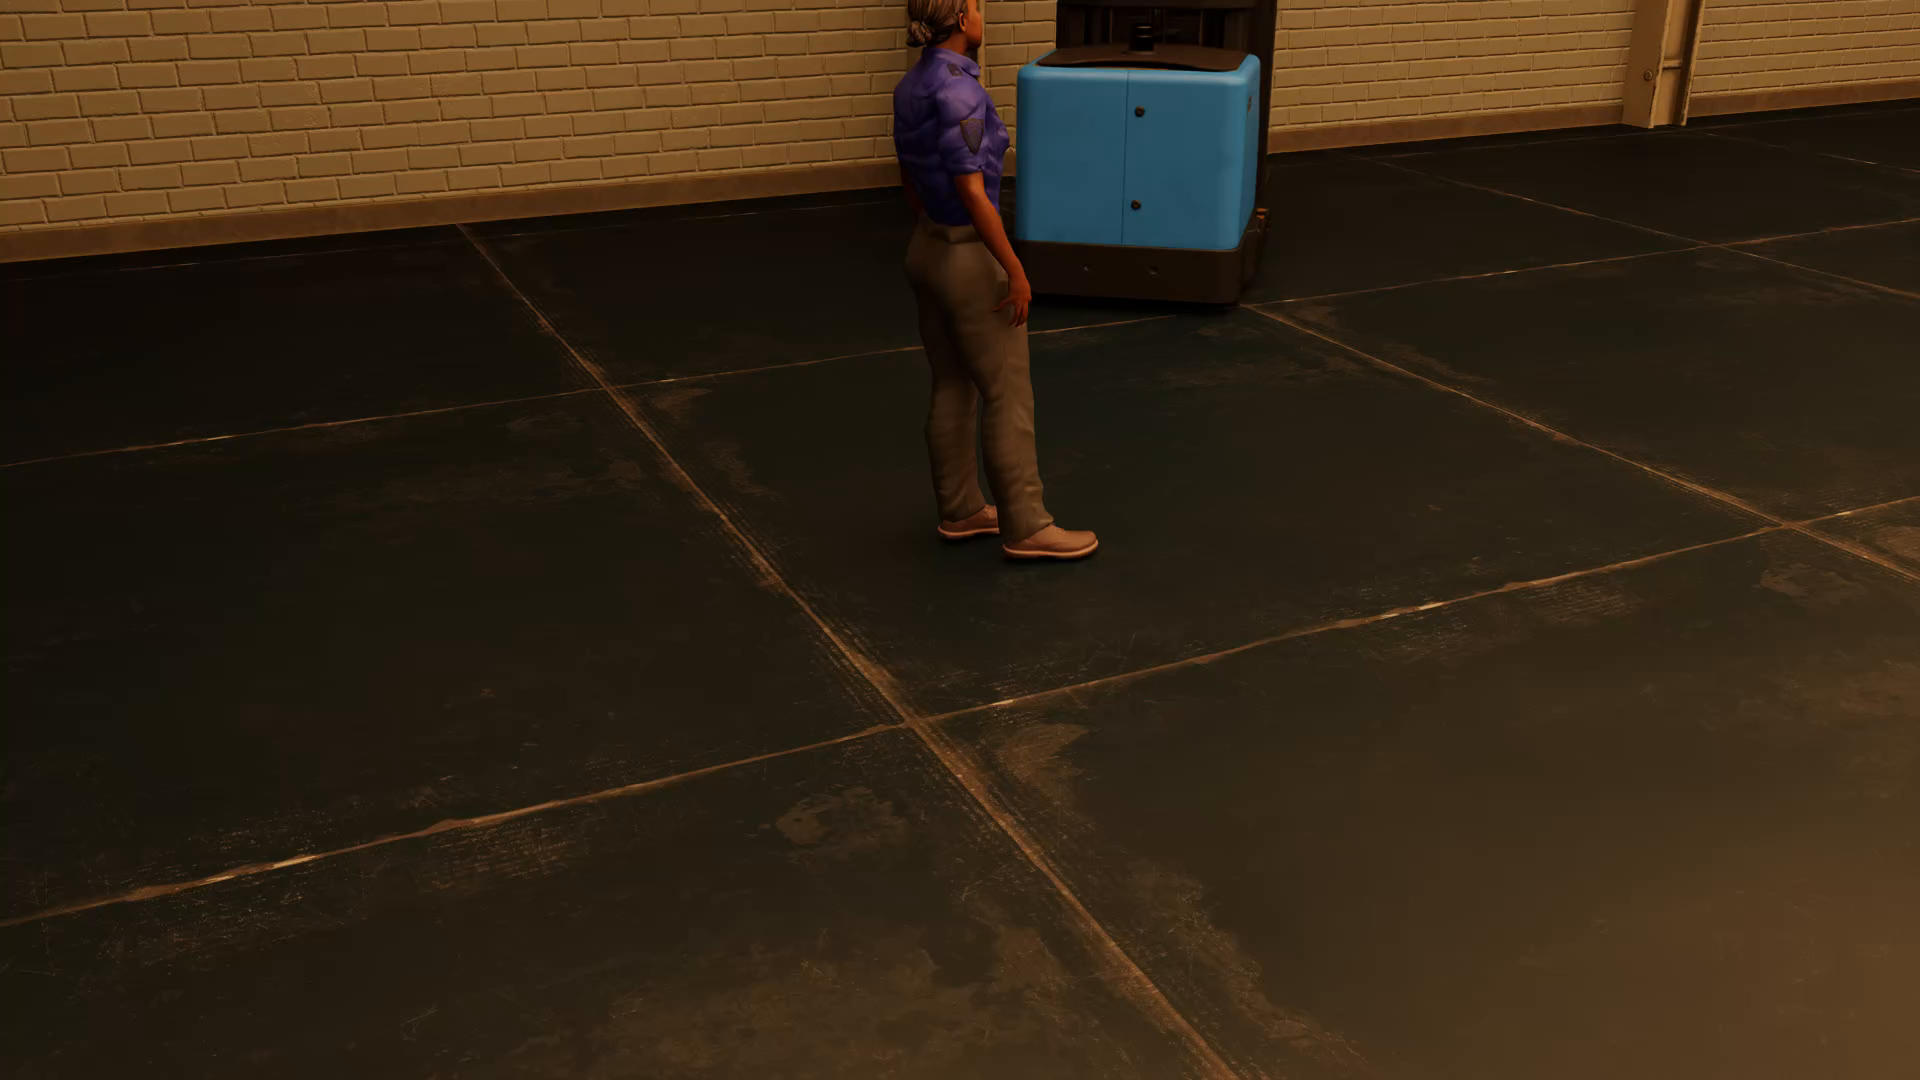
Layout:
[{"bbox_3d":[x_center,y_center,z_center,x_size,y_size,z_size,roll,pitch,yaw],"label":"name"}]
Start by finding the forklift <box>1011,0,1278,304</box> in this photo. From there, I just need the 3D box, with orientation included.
[{"bbox_3d":[1.081,-2.951,8.390,1.130,2.935,3.031,5,23,13],"label":"forklift"}]

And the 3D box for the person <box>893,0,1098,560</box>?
[{"bbox_3d":[0.088,-0.778,4.804,0.504,1.654,0.570,-10,25,-23],"label":"person"}]
